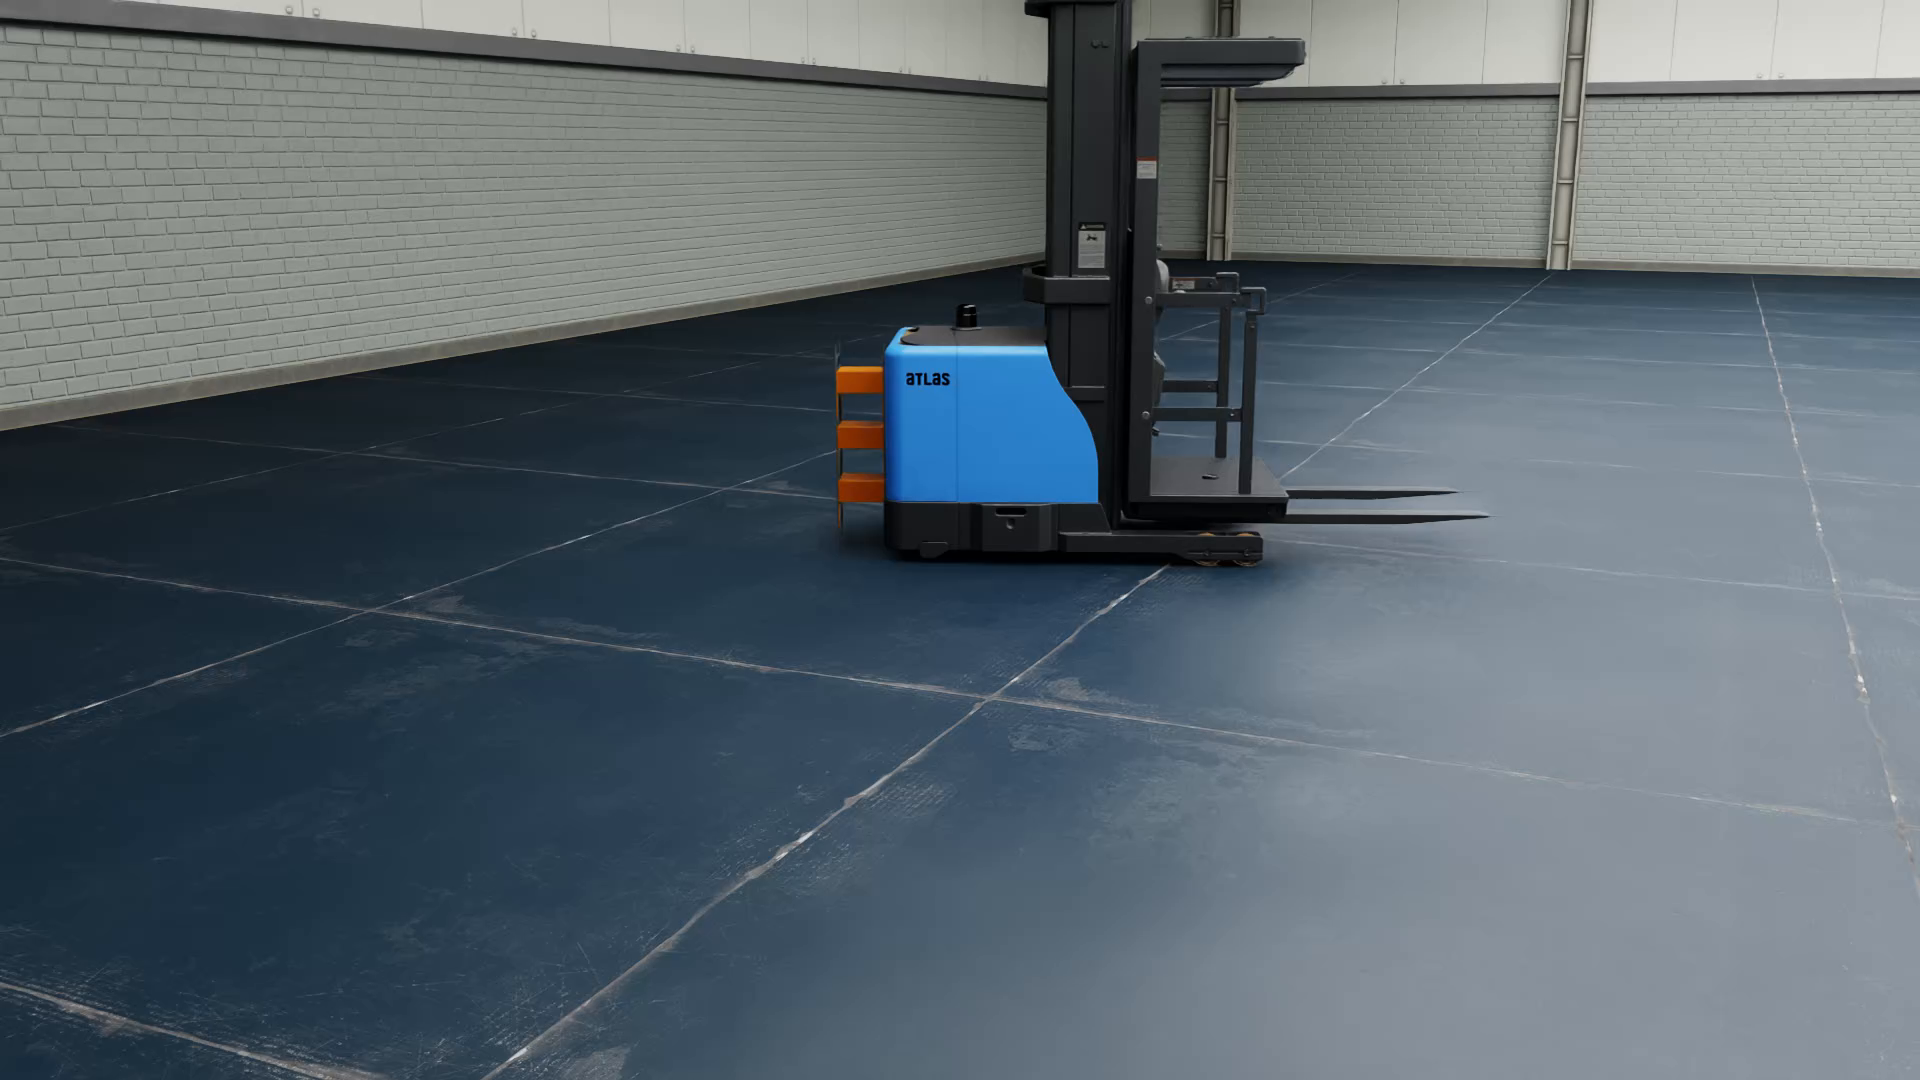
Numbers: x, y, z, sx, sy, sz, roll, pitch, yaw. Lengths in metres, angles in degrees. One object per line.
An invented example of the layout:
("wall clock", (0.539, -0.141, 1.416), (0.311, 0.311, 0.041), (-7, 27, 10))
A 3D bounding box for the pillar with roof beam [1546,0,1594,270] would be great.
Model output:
("pillar with roof beam", (8.569, -8.148, 23.782), (0.400, 9.000, 9.100), (6, 14, 23))

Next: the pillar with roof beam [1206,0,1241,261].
("pillar with roof beam", (3.083, -8.703, 26.148), (0.400, 9.000, 9.100), (6, 14, 23))

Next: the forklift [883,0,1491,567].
("forklift", (1.147, -1.418, 8.383), (3.031, 2.935, 1.130), (0, 13, 2))

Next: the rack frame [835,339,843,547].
("rack frame", (-0.625, -0.499, 8.585), (0.008, 1.050, 0.200), (0, 13, 2))

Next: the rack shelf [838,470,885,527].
("rack shelf", (-0.503, -0.218, 8.647), (0.240, 0.259, 0.215), (0, 13, 2))

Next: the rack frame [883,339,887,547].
("rack frame", (-0.381, -0.498, 8.577), (0.008, 1.050, 0.200), (0, 13, 2))

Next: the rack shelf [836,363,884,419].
("rack shelf", (-0.503, -0.765, 8.519), (0.240, 0.259, 0.215), (0, 13, 2))

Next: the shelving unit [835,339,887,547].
("shelving unit", (-0.503, -0.499, 8.581), (0.252, 1.050, 0.215), (0, 13, 2))

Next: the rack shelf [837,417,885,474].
("rack shelf", (-0.503, -0.488, 8.584), (0.240, 0.259, 0.215), (0, 13, 2))
